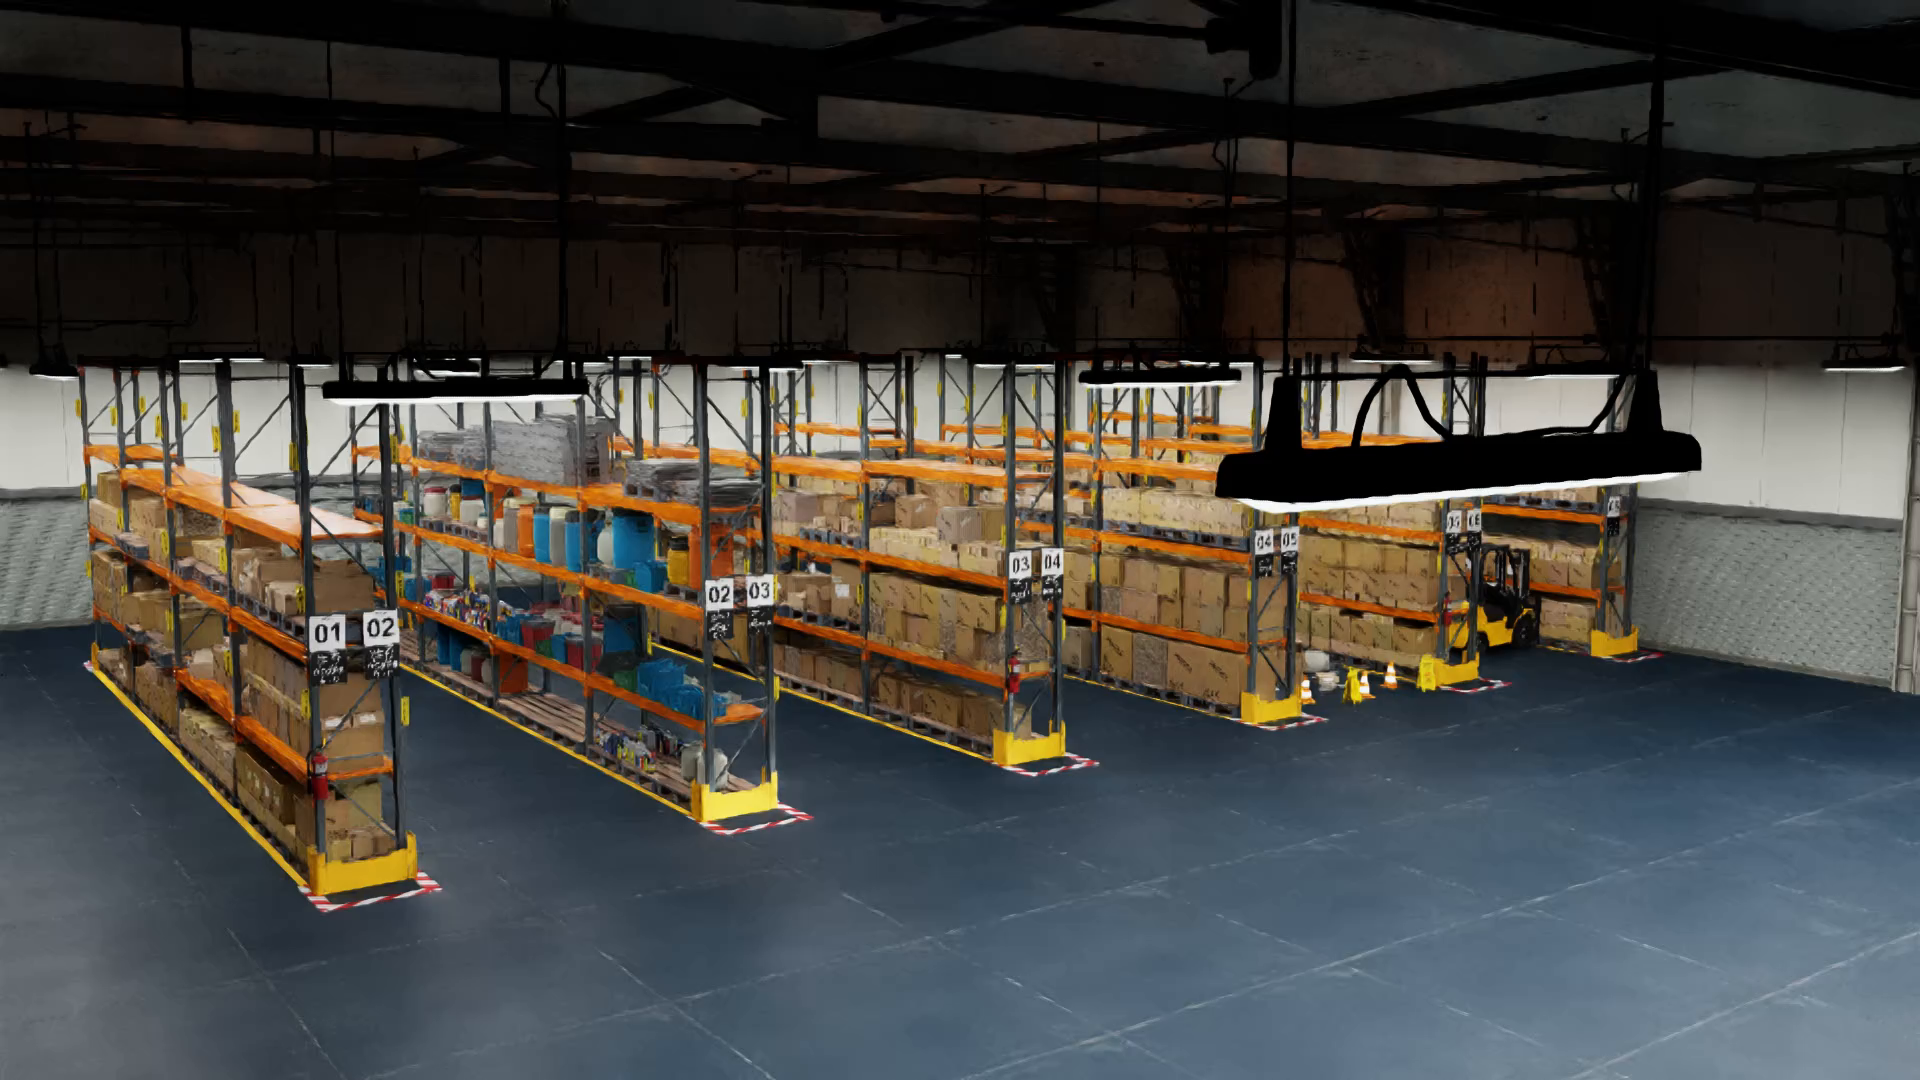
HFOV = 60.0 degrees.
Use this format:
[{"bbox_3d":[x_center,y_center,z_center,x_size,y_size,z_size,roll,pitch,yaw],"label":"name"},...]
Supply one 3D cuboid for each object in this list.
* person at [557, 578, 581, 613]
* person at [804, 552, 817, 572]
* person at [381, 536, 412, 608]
[{"bbox_3d":[-8.406,1.182,35.944,0.598,1.619,0.507,-5,9,-37],"label":"person"},{"bbox_3d":[-3.315,1.056,36.901,0.527,1.588,0.547,-2,7,-19],"label":"person"},{"bbox_3d":[-13.201,0.761,38.920,0.724,1.733,0.546,-5,9,-37],"label":"person"}]
